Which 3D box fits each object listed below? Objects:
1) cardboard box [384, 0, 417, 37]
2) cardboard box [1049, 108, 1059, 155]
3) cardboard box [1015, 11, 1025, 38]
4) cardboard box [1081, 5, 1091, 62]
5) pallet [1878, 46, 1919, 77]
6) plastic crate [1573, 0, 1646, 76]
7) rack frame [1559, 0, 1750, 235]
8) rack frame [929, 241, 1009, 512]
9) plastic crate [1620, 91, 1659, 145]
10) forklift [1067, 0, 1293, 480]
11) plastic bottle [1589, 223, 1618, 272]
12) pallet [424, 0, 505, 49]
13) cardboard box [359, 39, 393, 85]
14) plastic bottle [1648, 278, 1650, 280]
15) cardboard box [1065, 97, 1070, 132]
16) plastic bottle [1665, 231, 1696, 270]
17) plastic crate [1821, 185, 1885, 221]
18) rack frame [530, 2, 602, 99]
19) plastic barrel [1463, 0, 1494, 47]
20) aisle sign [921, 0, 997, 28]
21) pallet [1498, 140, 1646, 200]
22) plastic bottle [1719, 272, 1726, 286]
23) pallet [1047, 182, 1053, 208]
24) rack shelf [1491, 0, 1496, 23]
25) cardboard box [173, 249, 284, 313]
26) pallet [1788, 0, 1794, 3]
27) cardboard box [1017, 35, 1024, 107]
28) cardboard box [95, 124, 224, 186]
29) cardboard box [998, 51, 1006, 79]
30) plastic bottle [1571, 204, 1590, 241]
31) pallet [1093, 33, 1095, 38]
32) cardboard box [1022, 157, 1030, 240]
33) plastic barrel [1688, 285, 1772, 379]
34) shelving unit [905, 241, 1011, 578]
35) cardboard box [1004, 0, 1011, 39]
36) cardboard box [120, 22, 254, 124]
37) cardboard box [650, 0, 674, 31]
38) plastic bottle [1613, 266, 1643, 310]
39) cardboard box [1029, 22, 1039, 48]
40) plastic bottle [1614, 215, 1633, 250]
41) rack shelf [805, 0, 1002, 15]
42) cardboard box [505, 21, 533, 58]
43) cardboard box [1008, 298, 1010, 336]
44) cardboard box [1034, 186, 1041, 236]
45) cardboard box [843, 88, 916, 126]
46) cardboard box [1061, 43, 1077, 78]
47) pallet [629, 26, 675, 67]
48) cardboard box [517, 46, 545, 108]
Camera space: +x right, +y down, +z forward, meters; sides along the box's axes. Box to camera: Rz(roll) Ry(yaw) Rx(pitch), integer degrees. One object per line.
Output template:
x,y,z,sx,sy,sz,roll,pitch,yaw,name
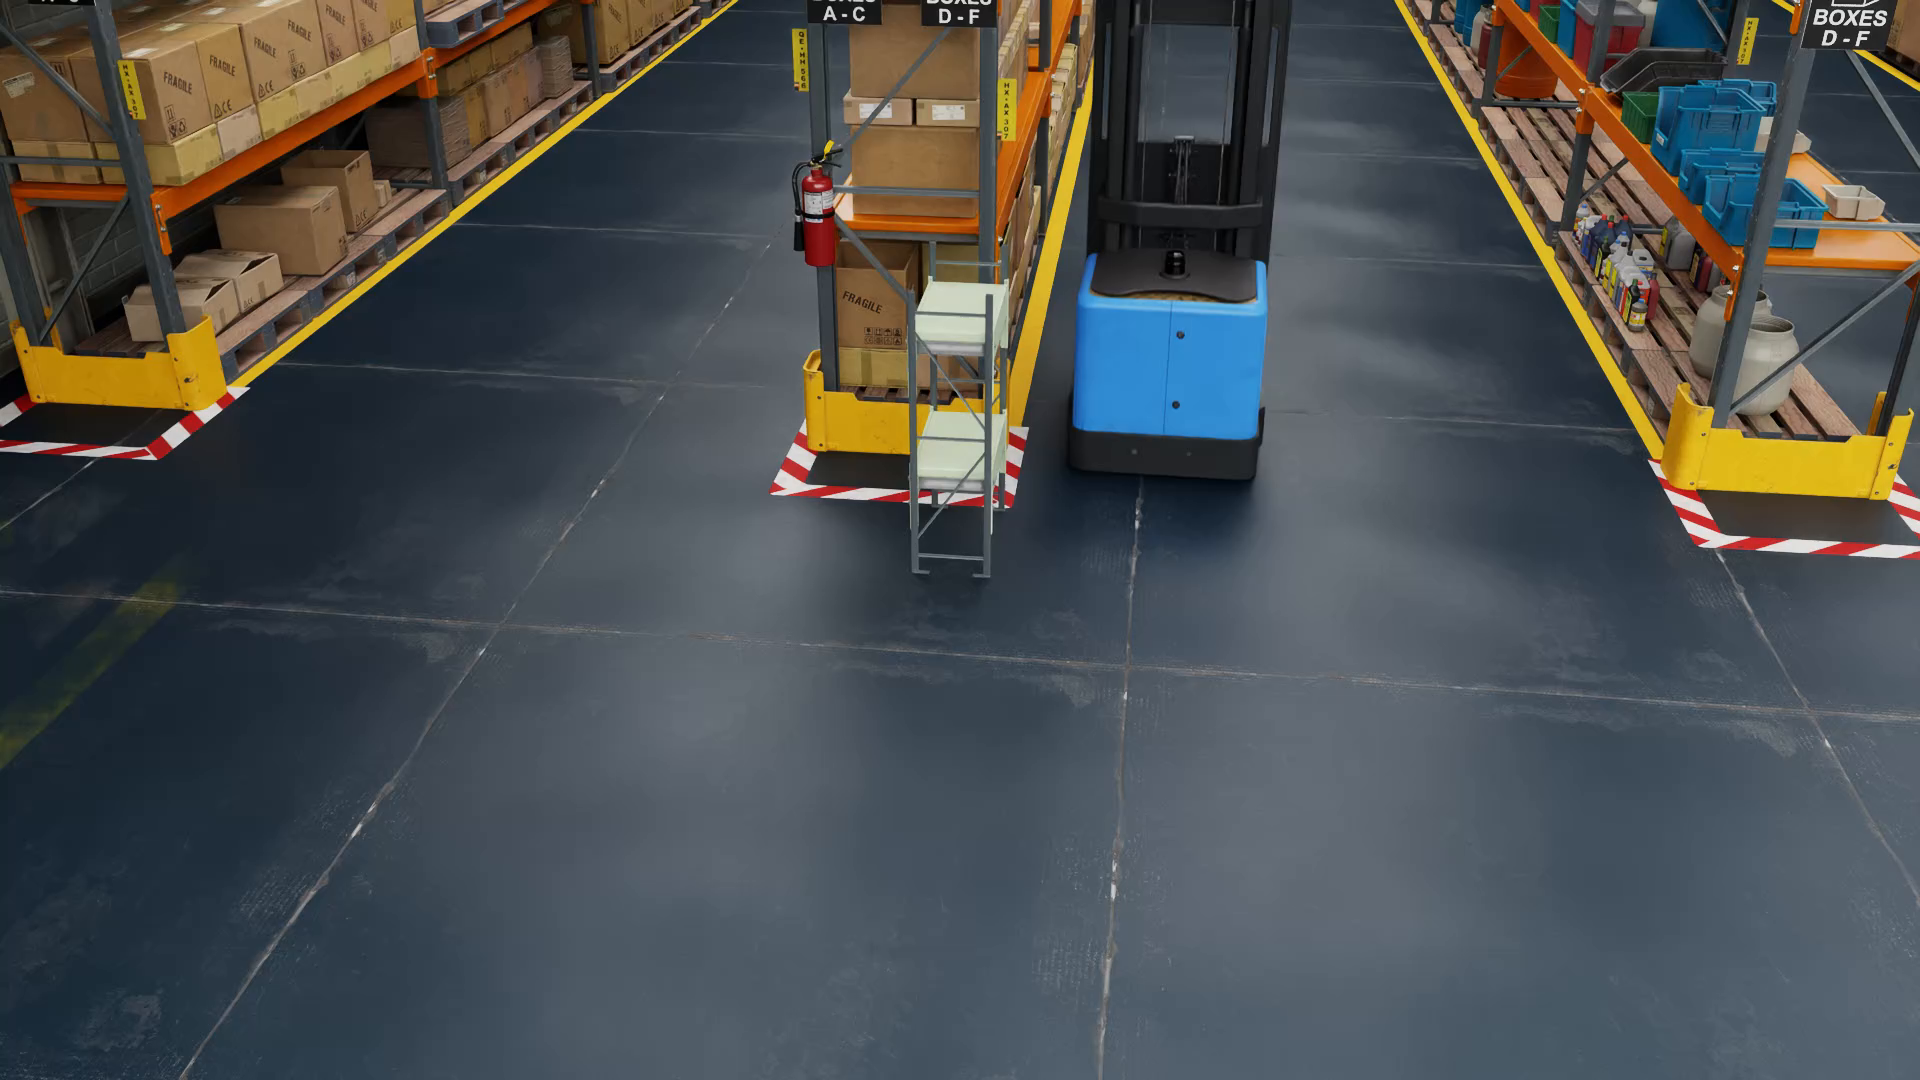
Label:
-4.479,-4.105,12.554,0.500,0.500,0.500,3,28,6,cardboard box
0.553,-3.423,13.807,0.500,0.311,0.500,3,28,6,cardboard box
0.242,-3.497,11.289,0.380,0.149,0.250,3,28,6,cardboard box
1.143,-5.443,17.863,0.500,0.500,0.500,3,28,6,cardboard box
10.981,-5.380,18.514,1.003,0.211,1.213,3,28,6,pallet
4.860,-3.771,12.520,0.402,0.464,0.583,3,28,6,plastic crate
5.105,-3.497,12.079,1.000,3.000,0.127,3,28,6,rack frame
0.044,-0.829,8.708,0.400,1.500,0.023,3,28,6,rack frame
4.658,-2.781,10.973,0.450,0.188,0.662,3,28,6,plastic crate
1.337,-2.298,9.925,1.130,2.935,3.031,4,29,7,forklift
4.571,-2.080,11.777,0.144,0.351,0.185,2,28,4,plastic bottle
-4.490,-4.340,13.845,1.003,0.211,1.213,3,28,6,pallet
-4.554,-3.541,12.297,0.500,0.250,0.500,3,29,6,cardboard box
4.606,-1.650,11.137,0.097,0.201,0.097,0,28,0,plastic bottle
0.732,-3.903,15.288,0.500,0.250,0.500,4,29,7,cardboard box
5.138,-2.078,11.853,0.152,0.276,0.135,3,28,6,plastic bottle
5.043,-1.901,9.394,0.298,0.136,0.250,3,28,6,plastic crate
-4.238,-5.956,16.642,1.000,3.000,0.127,3,28,6,rack frame
5.914,-5.936,18.375,0.600,0.901,0.708,3,28,6,plastic barrel
-0.005,-3.000,8.414,0.394,0.787,0.004,3,28,6,aisle sign
5.309,-3.217,14.500,1.003,0.211,1.213,3,28,6,pallet
5.237,-1.763,11.347,0.097,0.201,0.097,0,28,0,plastic bottle
0.241,-2.908,13.926,1.003,0.211,1.213,3,28,6,pallet
5.840,-6.005,17.492,1.077,0.370,4.000,3,28,6,rack shelf
-4.974,-1.789,11.279,0.500,0.311,0.500,6,29,10,cardboard box
11.470,-7.249,21.984,1.003,0.211,1.213,3,28,6,pallet
0.083,-3.373,11.743,0.700,0.500,0.500,3,28,6,cardboard box
-4.843,-2.344,10.076,0.500,0.250,0.500,3,28,5,cardboard box
0.086,-2.892,10.166,0.380,0.149,0.250,2,28,4,cardboard box
4.630,-2.365,12.390,0.097,0.271,0.097,0,28,0,plastic bottle
1.107,-5.940,19.553,1.003,0.211,1.213,3,28,6,pallet
0.219,-2.390,11.689,0.500,0.500,0.500,3,28,6,cardboard box
4.681,-1.254,10.096,0.421,0.512,0.421,0,28,0,plastic barrel
-0.001,-0.657,8.388,0.431,1.500,0.755,3,28,6,shelving unit
-0.044,-3.484,10.581,0.700,0.500,0.500,3,28,6,cardboard box
-4.791,-2.902,10.321,0.500,0.500,0.500,3,29,6,cardboard box
-3.804,-6.345,19.189,0.750,0.750,0.750,4,29,8,cardboard box
4.479,-1.681,11.116,0.152,0.276,0.135,3,28,5,plastic bottle
0.500,-4.081,13.428,0.380,0.149,0.250,3,28,6,cardboard box
4.737,-2.160,11.927,0.144,0.351,0.185,3,28,6,plastic bottle
-0.056,-3.849,10.328,1.077,0.370,4.000,3,28,6,rack shelf
-4.406,-4.773,15.827,0.500,0.250,0.500,4,29,7,cardboard box
0.043,-1.353,10.556,0.500,0.250,0.500,3,28,6,cardboard box
0.349,-2.530,12.740,0.500,0.250,0.500,3,28,6,cardboard box
-0.443,-2.424,9.298,0.380,0.149,0.250,3,28,5,cardboard box
0.859,-4.630,16.047,0.500,0.311,0.500,4,29,8,cardboard box
-3.914,-5.668,19.048,1.003,0.211,1.213,3,28,6,pallet
-4.453,-4.471,16.059,0.700,0.500,0.500,3,28,6,cardboard box
